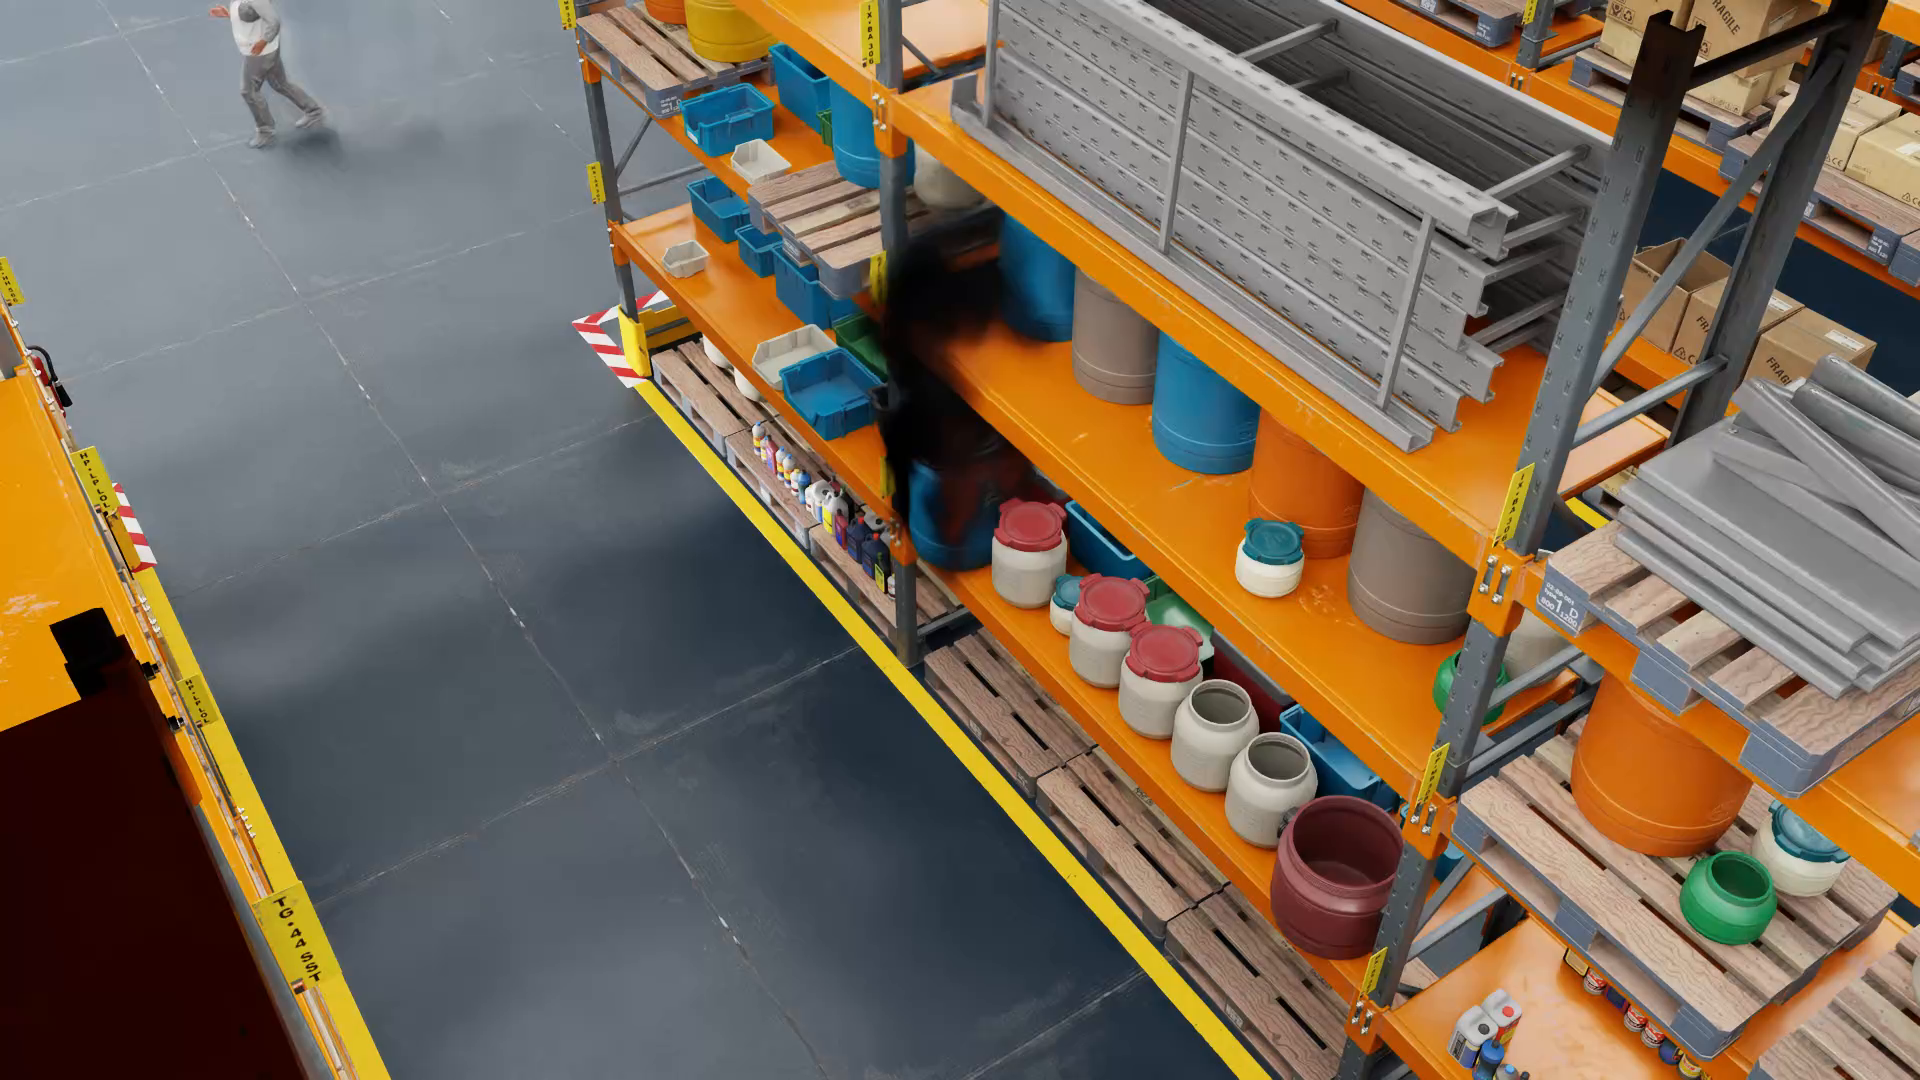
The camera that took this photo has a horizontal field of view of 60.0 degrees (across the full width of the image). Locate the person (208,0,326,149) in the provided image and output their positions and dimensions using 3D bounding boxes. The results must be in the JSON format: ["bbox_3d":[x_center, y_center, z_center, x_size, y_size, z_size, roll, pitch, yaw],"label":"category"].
[{"bbox_3d":[-6.440,-4.520,15.357,0.742,1.826,0.643,-9,43,-10],"label":"person"}]
